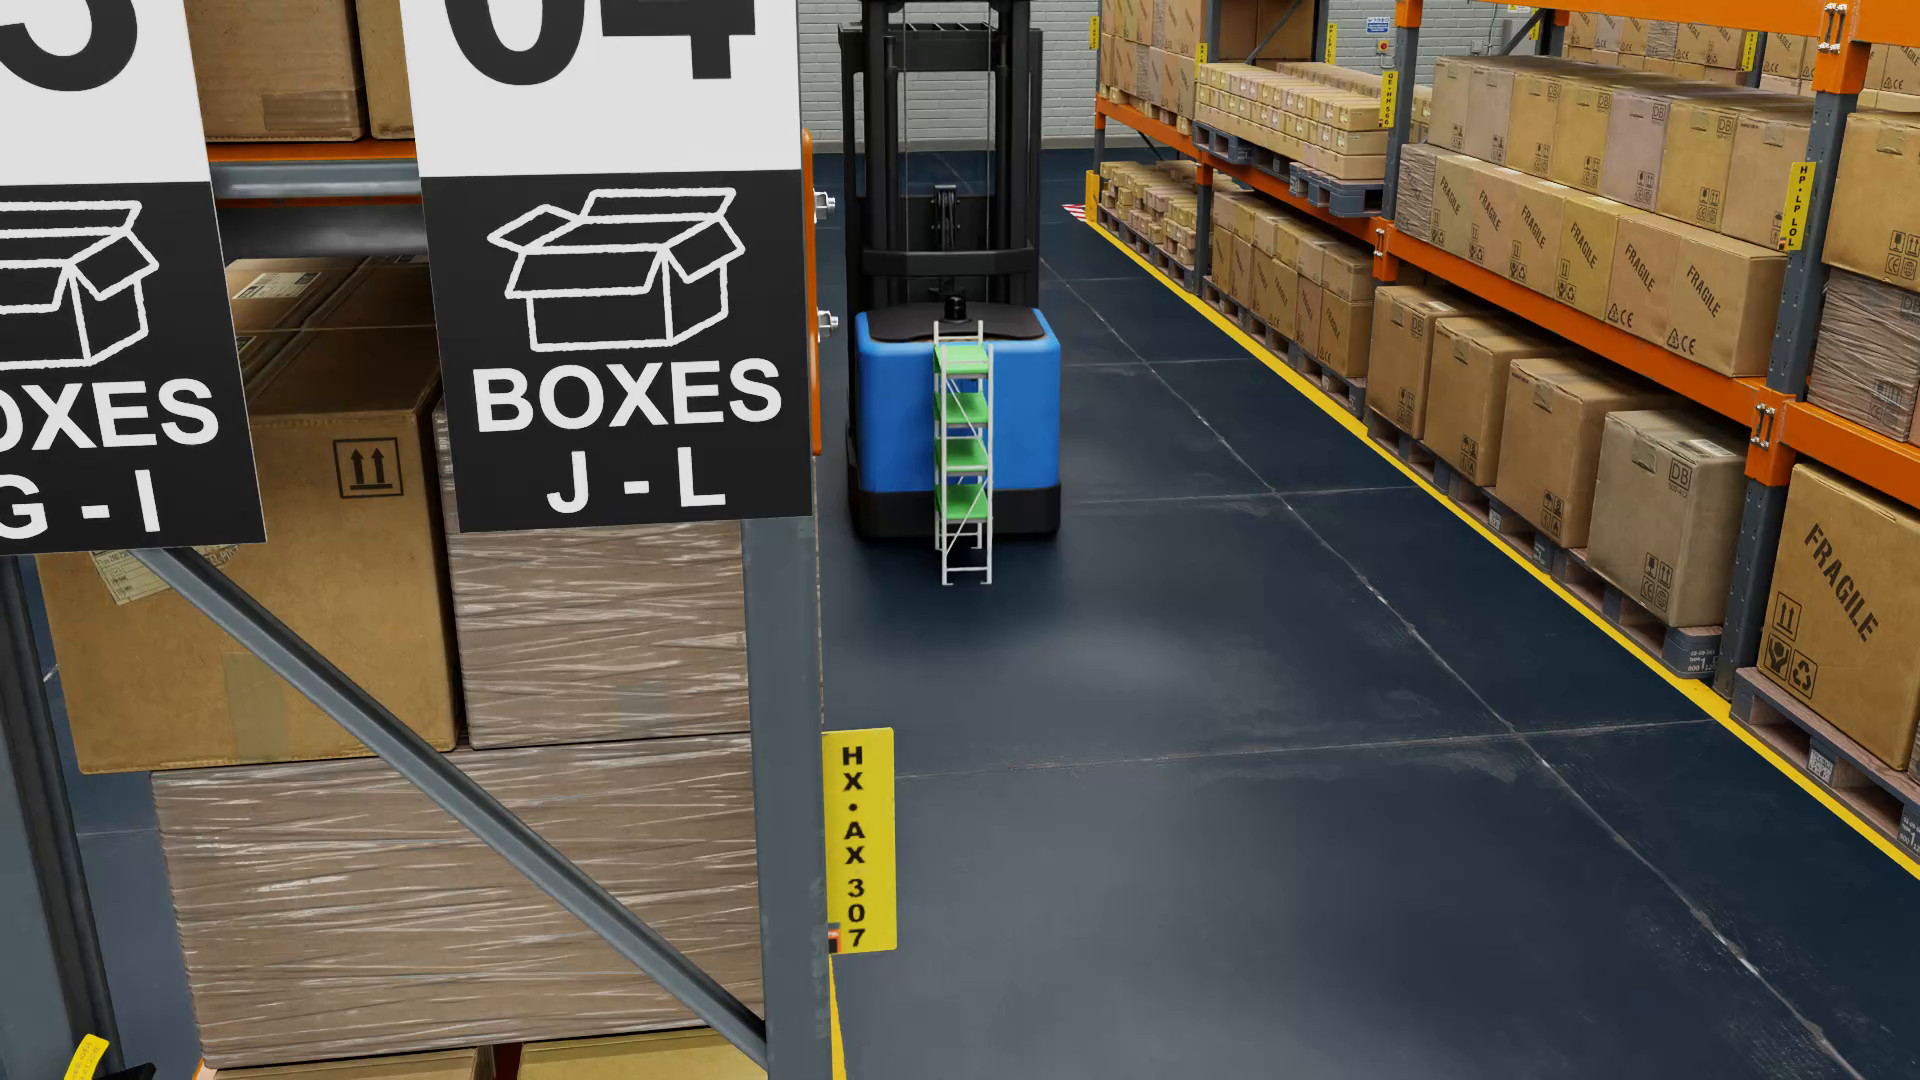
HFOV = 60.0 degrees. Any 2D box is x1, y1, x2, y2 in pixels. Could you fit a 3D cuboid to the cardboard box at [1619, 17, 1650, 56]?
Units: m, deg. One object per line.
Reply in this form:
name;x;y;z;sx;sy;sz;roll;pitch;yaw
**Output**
cardboard box;6.853;-5.020;16.299;0.500;0.500;0.500;-3;21;-8

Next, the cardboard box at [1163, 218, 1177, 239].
cardboard box;2.055;-2.824;15.039;0.380;0.149;0.250;-4;21;-10

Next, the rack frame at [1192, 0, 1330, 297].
rack frame;2.522;-3.545;13.921;1.000;3.000;0.127;-3;21;-8

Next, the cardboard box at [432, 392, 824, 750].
cardboard box;-0.480;-0.034;2.523;0.500;0.500;0.500;-3;21;-8

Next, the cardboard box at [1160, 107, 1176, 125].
cardboard box;2.044;-3.877;15.168;0.380;0.149;0.250;-4;21;-10

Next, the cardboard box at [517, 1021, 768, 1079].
cardboard box;-0.476;0.832;2.561;0.380;0.149;0.250;-3;21;-8

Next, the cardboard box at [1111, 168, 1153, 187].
cardboard box;1.753;-3.688;16.929;0.380;0.149;0.250;-3;21;-8

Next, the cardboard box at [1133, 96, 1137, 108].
cardboard box;1.919;-4.324;16.365;0.380;0.149;0.250;-3;21;-8

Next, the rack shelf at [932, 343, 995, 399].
rack shelf;0.013;-0.818;8.002;0.258;0.148;0.480;-2;21;-5

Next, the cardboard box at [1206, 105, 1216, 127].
cardboard box;2.170;-3.369;13.208;0.380;0.149;0.250;-3;21;-7

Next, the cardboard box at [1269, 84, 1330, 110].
cardboard box;2.390;-3.112;11.671;0.380;0.149;0.250;-2;21;-5

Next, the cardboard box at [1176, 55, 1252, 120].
cardboard box;2.173;-3.885;14.262;0.500;0.500;0.500;-3;21;-8

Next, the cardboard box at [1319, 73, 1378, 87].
cardboard box;2.918;-3.415;12.481;0.380;0.149;0.250;-4;21;-10

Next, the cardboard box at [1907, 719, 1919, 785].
cardboard box;3.831;0.556;5.376;0.875;0.875;0.875;-3;21;-7

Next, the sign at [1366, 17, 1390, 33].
sign;5.937;-7.311;23.618;0.327;0.218;0.001;-3;21;-8

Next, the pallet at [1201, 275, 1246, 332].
pallet;2.636;-1.969;13.687;1.003;0.211;1.213;-3;21;-8

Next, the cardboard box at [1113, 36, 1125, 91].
cardboard box;1.839;-4.763;16.613;0.500;0.500;0.500;-3;21;-8

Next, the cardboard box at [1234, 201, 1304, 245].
cardboard box;2.447;-2.469;12.940;0.500;0.250;0.500;-2;21;-6

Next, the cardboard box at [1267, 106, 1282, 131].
cardboard box;2.389;-2.973;11.723;0.380;0.149;0.250;-2;21;-6

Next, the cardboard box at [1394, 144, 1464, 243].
cardboard box;2.897;-2.038;9.743;0.500;0.500;0.500;-3;21;-7

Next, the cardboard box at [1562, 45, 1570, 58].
cardboard box;6.615;-5.081;17.890;0.500;0.500;0.500;-3;21;-8

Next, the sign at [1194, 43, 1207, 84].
sign;1.986;-3.921;13.689;0.100;0.325;0.005;-3;21;-8

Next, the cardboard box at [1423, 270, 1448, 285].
cardboard box;3.239;-1.788;11.118;0.500;0.250;0.500;-4;21;-10

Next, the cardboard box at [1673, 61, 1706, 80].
cardboard box;7.007;-4.202;15.537;0.500;0.500;0.500;-3;21;-9

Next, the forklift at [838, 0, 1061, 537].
forklift;-0.120;-1.860;9.507;1.130;2.935;3.031;-2;21;-5

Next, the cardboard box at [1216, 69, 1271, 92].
cardboard box;2.205;-3.558;12.865;0.380;0.149;0.250;-3;21;-7

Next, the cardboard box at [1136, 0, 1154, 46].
cardboard box;1.957;-4.884;15.509;0.500;0.500;0.500;-4;21;-9

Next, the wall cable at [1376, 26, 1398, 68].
wall cable;5.994;-7.657;23.432;0.585;1.953;0.123;-3;21;-8

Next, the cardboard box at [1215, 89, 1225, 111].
cardboard box;2.201;-3.425;12.933;0.380;0.149;0.250;-2;21;-6

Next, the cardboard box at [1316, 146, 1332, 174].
cardboard box;2.539;-2.473;10.809;0.380;0.149;0.250;-3;21;-8

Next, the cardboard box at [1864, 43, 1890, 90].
cardboard box;7.356;-3.830;13.111;0.500;0.500;0.500;-3;21;-9

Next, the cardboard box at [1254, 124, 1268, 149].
cardboard box;2.351;-2.925;12.021;0.380;0.149;0.250;-4;21;-10

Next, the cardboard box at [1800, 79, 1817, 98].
cardboard box;7.293;-3.648;13.696;0.500;0.250;0.500;-3;21;-7

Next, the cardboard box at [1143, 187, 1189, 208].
cardboard box;1.953;-3.243;15.736;0.380;0.149;0.250;-4;21;-10

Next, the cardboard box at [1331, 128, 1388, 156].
cardboard box;2.577;-2.527;10.528;0.380;0.149;0.250;-2;21;-7

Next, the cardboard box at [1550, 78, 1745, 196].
cardboard box;3.378;-1.990;8.185;0.700;0.500;0.500;-3;21;-8

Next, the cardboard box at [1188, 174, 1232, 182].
cardboard box;2.484;-3.543;16.540;0.380;0.149;0.250;-2;21;-6

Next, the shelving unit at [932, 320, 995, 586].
shelving unit;0.013;-0.428;8.147;0.258;1.200;0.503;-2;21;-5

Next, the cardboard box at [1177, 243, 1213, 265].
cardboard box;2.129;-2.525;14.664;0.380;0.149;0.250;-3;21;-7

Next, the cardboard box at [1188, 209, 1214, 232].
cardboard box;2.213;-2.795;14.537;0.380;0.149;0.250;-2;21;-6

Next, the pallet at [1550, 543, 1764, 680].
pallet;3.490;0.268;7.698;1.003;0.211;1.213;-3;21;-8

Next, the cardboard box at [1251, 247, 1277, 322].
cardboard box;2.533;-1.938;12.590;0.500;0.500;0.500;-3;21;-7

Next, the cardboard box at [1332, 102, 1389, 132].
cardboard box;2.575;-2.665;10.472;0.380;0.149;0.250;-4;21;-10

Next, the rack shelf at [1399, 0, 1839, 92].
rack shelf;3.387;-2.536;7.960;1.077;0.370;4.000;-3;21;-8

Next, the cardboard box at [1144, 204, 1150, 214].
cardboard box;2.016;-3.285;16.274;0.380;0.149;0.250;-2;21;-5

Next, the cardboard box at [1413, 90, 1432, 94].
cardboard box;3.114;-2.958;11.256;0.380;0.149;0.250;-4;21;-10

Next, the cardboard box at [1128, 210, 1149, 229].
cardboard box;1.875;-3.153;16.347;0.380;0.149;0.250;-4;21;-10

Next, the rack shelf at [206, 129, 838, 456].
rack shelf;-0.959;-0.936;3.676;1.077;0.370;4.000;-3;21;-8

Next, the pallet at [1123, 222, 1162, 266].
pallet;2.211;-2.893;16.160;1.003;0.211;1.213;-3;21;-8

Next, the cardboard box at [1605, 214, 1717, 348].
cardboard box;3.263;-1.164;7.403;0.500;0.500;0.500;-3;21;-8
